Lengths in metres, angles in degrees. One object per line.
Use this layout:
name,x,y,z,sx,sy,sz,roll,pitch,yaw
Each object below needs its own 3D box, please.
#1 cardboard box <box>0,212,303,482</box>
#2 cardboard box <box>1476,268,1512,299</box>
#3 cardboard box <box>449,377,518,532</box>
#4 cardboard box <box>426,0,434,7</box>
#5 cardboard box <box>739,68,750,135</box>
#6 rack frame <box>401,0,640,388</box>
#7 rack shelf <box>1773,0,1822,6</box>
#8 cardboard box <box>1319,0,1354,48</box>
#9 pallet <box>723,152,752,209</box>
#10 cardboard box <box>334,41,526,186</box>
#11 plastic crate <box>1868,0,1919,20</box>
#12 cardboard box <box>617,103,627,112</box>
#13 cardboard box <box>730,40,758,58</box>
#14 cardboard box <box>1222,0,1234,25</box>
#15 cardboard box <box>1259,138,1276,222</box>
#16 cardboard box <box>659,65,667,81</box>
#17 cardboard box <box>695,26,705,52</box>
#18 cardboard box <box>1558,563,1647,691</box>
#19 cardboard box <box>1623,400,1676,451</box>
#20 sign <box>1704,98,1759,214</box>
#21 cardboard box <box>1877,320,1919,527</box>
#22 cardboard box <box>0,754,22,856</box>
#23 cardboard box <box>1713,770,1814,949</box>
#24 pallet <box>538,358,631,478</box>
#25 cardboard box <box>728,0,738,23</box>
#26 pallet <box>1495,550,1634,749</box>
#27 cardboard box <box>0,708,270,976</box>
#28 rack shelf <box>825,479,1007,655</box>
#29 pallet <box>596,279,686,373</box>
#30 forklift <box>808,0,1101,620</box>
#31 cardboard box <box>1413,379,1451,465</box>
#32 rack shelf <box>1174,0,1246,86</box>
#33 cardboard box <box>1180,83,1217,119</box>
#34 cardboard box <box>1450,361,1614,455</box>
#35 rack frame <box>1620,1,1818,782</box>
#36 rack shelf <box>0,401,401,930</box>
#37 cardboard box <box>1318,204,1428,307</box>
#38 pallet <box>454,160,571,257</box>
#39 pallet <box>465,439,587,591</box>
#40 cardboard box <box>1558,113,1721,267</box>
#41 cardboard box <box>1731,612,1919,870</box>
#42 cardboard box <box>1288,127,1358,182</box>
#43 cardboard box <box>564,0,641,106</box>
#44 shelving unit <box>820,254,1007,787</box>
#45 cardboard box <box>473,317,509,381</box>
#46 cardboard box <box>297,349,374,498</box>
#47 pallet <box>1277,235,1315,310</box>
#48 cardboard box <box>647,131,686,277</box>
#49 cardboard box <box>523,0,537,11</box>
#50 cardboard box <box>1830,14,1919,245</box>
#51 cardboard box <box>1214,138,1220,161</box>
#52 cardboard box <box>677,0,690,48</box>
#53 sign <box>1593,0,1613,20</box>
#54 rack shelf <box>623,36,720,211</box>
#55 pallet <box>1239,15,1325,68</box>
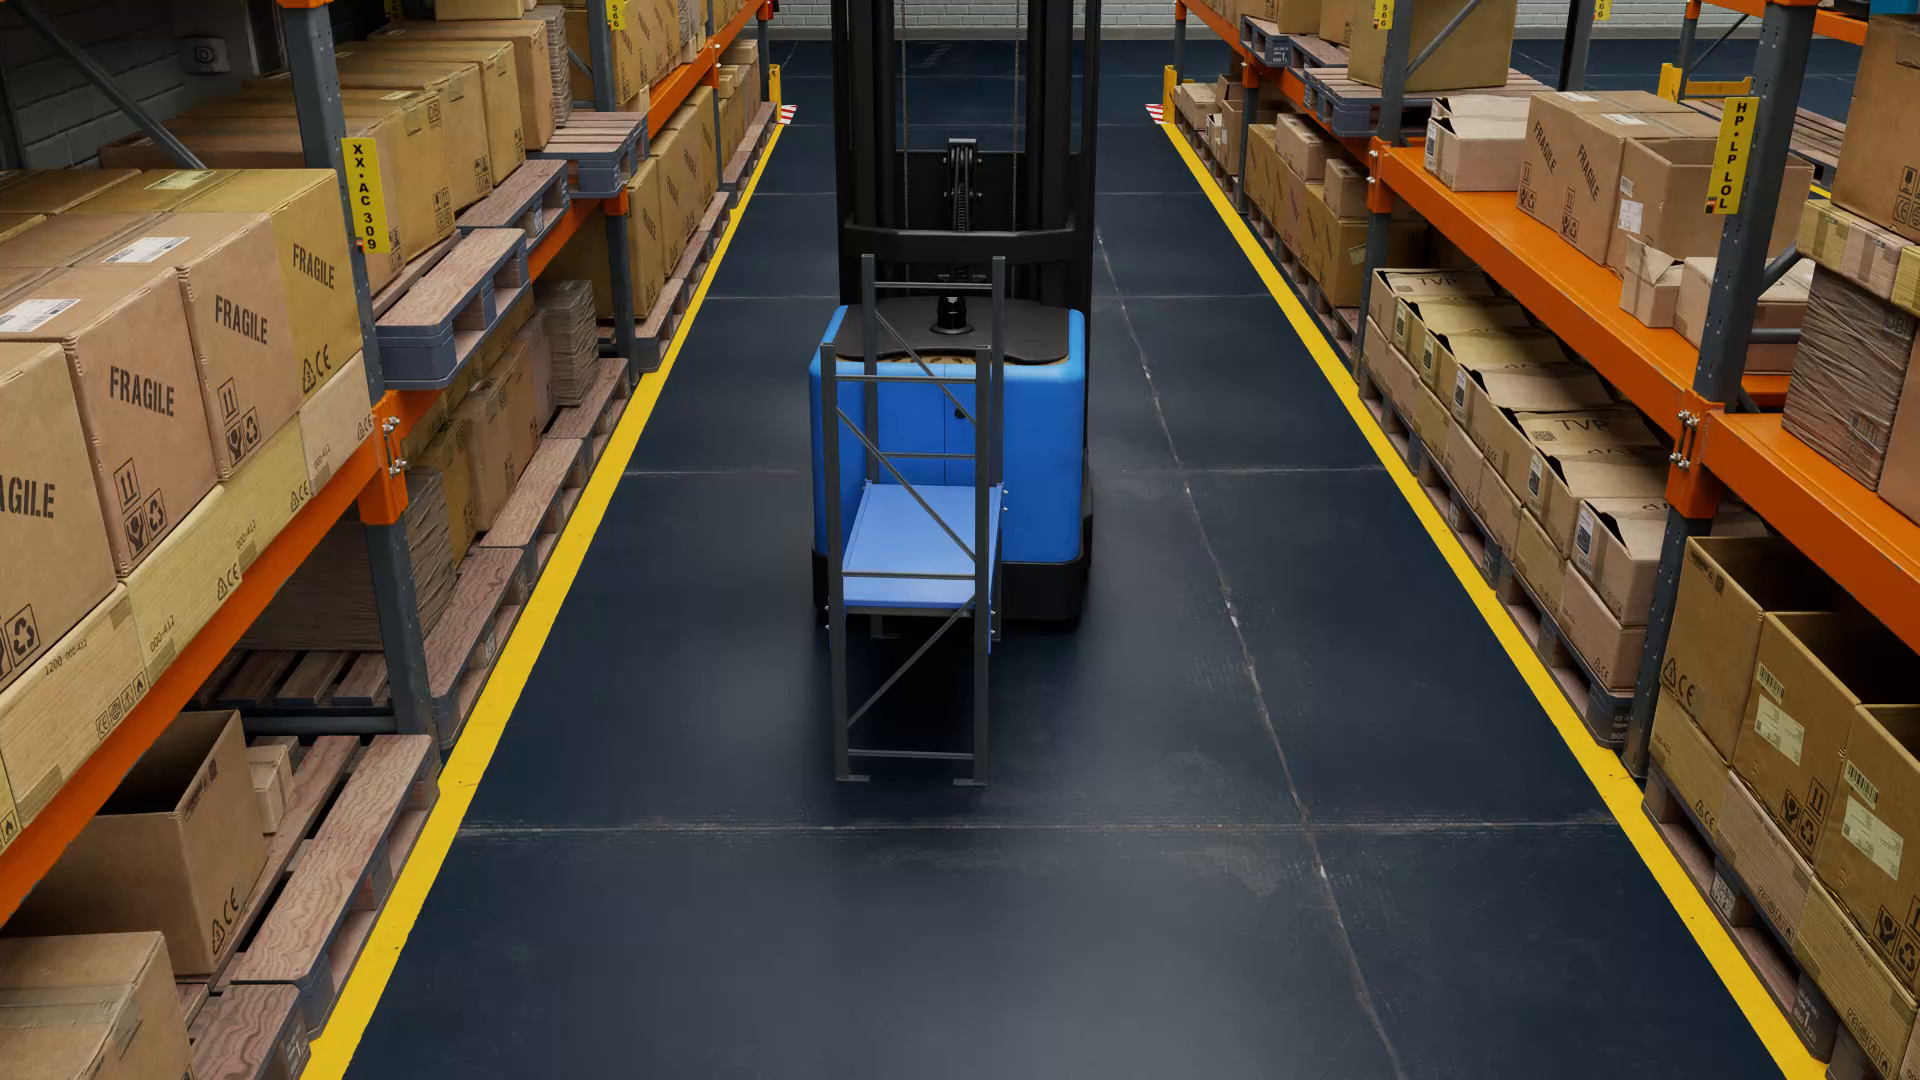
cardboard box,-1.903,-0.458,3.869,0.500,0.500,0.500,0,24,-1
cardboard box,2.933,-1.226,8.466,0.500,0.311,0.500,0,24,1
cardboard box,-2.274,-0.362,6.910,0.700,0.500,0.500,0,24,0
cardboard box,-2.537,-2.940,8.694,0.500,0.250,0.500,0,24,1
cardboard box,-2.240,-3.870,14.690,0.700,0.500,0.500,-1,24,-2
rack frame,-2.272,-2.222,8.524,1.000,3.000,0.127,0,24,-1
rack shelf,2.746,-0.813,2.640,1.077,0.370,4.000,0,24,-1
cardboard box,2.718,-3.404,10.505,0.700,0.500,0.500,-6,25,-14
pallet,-2.246,-2.914,13.436,1.003,0.211,1.213,0,24,-1
cardboard box,-2.221,-1.762,6.850,0.700,0.500,0.500,0,24,-1
plastic crate,7.244,-4.126,12.680,0.392,0.384,0.575,0,24,-1
cardboard box,-2.038,-2.358,9.103,0.380,0.149,0.250,0,24,0
cardboard box,-2.068,-4.527,15.356,0.380,0.149,0.250,-1,24,-1
cardboard box,2.368,-4.357,13.123,0.500,0.500,0.500,0,24,1
cardboard box,2.416,-2.536,11.716,0.500,0.500,0.500,0,24,0
cardboard box,-2.068,-2.994,10.511,0.380,0.149,0.250,0,24,1
cardboard box,-2.003,-3.523,11.681,0.380,0.149,0.250,0,24,0
cardboard box,2.430,0.294,5.787,0.500,0.250,0.500,0,24,-1
cardboard box,2.962,-0.383,6.603,0.500,0.311,0.500,-1,24,-2
sign,2.182,-1.083,4.696,0.100,0.325,0.005,0,24,-1
cardboard box,2.748,-0.243,4.027,0.700,0.500,0.500,-1,24,-1
cardboard box,-1.893,0.507,2.647,0.500,0.250,0.500,-1,24,-1
cardboard box,2.427,0.862,4.531,0.500,0.250,0.500,0,24,-1
pallet,-2.265,-0.630,8.387,1.003,0.211,1.213,0,24,-1
cardboard box,-2.308,-4.532,13.266,0.980,0.700,0.700,-1,24,-2
pallet,2.678,0.369,6.178,1.003,0.211,1.213,0,24,-1
cardboard box,-2.177,0.792,4.359,0.500,0.500,0.500,-2,24,-5
rack shelf,-0.127,0.069,5.715,0.538,0.185,1.000,2,24,3
pallet,-2.206,-1.277,9.818,1.003,0.211,1.213,0,24,-1
forklift,0.041,-1.594,7.218,1.130,2.935,3.031,2,24,3
cardboard box,2.411,-0.546,7.645,0.500,0.250,0.500,-1,24,-2
rack shelf,2.615,-4.391,14.191,1.077,0.370,4.000,0,24,-1
cardboard box,2.321,-4.059,15.387,0.500,0.250,0.500,0,24,-1
cardboard box,2.417,-0.585,7.049,0.500,0.311,0.500,-1,24,-1
rack frame,2.725,-0.598,4.932,1.000,3.000,0.127,0,24,-1
rack shelf,-2.207,0.578,3.206,1.077,0.370,4.000,0,24,-1
cardboard box,2.436,-1.692,9.851,0.500,0.500,0.500,1,24,2
pallet,-2.210,-1.320,6.760,1.003,0.211,1.213,0,24,-1
pallet,-2.255,-0.128,7.278,1.003,0.211,1.213,0,24,-1
cardboard box,2.721,-1.384,6.548,0.500,0.500,0.500,0,24,0
cardboard box,2.430,0.520,4.377,0.500,0.500,0.500,0,24,-1
cardboard box,2.416,-2.478,10.680,0.500,0.250,0.500,-1,24,-2
cardboard box,-2.022,-2.614,8.883,0.500,0.500,0.500,0,24,1
shelving unit,-0.127,-0.095,5.641,0.538,1.500,1.048,2,24,3
cardboard box,-2.258,-0.882,7.150,0.500,0.250,0.500,0,24,-1
cardboard box,-1.921,-0.321,4.478,0.500,0.250,0.500,0,24,0
pallet,2.700,-1.785,10.941,1.003,0.211,1.213,0,24,-1
cardboard box,-2.152,-2.099,10.350,0.750,0.750,0.750,0,24,-1
cardboard box,-2.239,-2.622,7.965,0.380,0.149,0.250,-3,25,-7
cardboard box,2.736,-1.052,4.240,0.700,0.500,0.500,0,24,0
cardboard box,2.283,-3.184,13.575,0.380,0.149,0.250,0,24,-1
cardboard box,-2.047,-3.455,10.742,0.500,0.500,0.500,0,24,0
sign,3.236,-2.778,8.346,0.100,0.325,0.005,0,24,-1
rack shelf,-2.294,-2.719,10.494,1.077,0.370,4.000,0,24,-1
pallet,2.537,-3.477,11.531,1.003,0.211,1.213,0,24,-1
